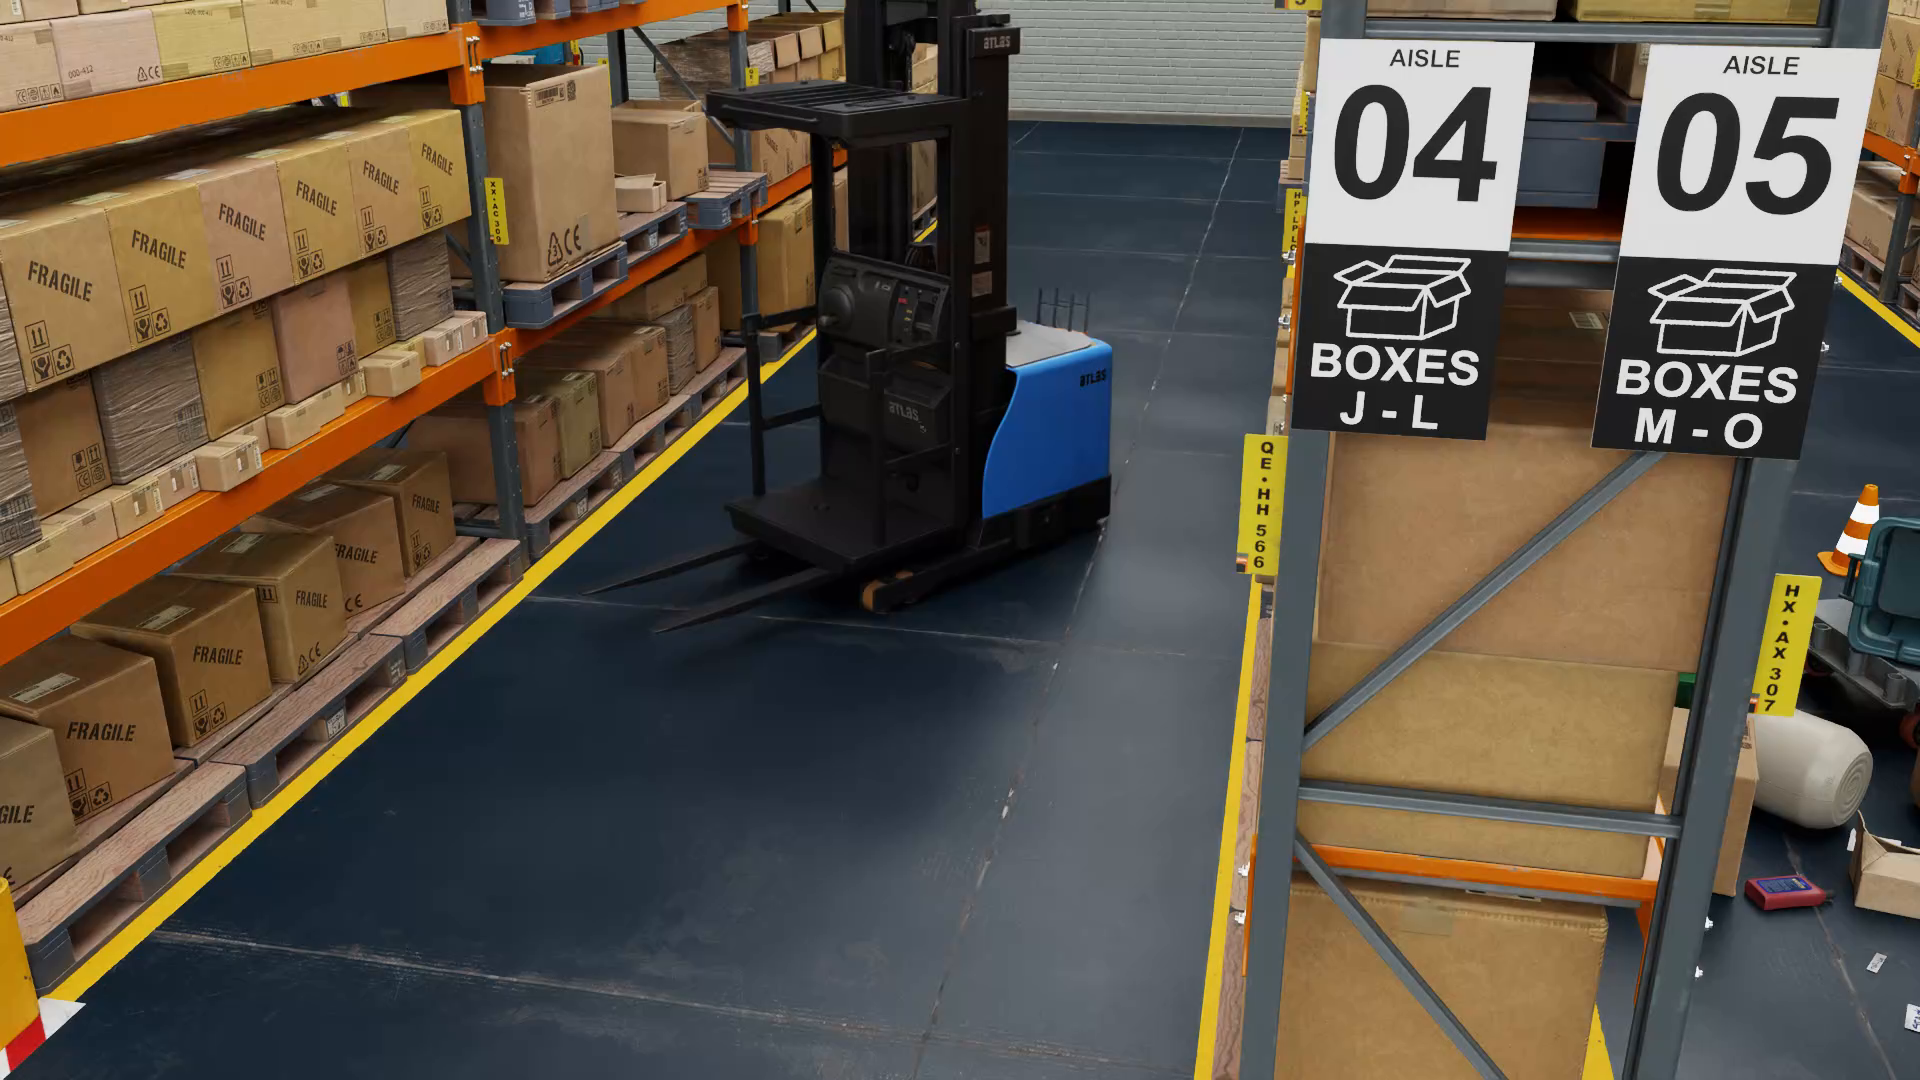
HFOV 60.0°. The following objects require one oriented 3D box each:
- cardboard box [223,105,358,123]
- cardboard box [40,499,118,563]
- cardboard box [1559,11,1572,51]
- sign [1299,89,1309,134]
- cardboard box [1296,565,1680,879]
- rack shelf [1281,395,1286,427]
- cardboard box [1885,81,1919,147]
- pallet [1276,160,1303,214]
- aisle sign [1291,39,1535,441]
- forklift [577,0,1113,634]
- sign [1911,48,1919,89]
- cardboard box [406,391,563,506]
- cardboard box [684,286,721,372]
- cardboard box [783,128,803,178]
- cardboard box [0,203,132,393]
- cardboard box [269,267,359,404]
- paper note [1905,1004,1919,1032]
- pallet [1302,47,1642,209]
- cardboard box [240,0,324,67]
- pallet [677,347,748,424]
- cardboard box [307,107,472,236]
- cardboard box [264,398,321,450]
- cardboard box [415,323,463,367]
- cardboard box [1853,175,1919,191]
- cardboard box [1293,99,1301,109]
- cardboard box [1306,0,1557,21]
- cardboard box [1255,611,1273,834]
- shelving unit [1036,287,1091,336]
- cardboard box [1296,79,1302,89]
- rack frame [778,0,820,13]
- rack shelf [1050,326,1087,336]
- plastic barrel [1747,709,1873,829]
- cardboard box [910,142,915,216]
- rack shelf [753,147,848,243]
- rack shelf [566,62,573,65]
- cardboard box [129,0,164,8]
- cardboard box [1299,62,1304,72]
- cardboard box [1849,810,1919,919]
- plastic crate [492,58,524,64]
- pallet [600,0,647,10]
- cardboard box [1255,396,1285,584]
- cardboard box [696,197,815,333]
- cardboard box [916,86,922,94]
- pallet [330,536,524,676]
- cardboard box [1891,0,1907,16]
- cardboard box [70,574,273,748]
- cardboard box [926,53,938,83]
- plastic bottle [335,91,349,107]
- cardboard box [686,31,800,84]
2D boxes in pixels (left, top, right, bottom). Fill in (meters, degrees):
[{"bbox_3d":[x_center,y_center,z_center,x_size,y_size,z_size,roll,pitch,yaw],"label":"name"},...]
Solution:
[{"bbox_3d":[-3.164,-1.762,7.844,0.500,0.500,0.500,4,22,11],"label":"cardboard box"},{"bbox_3d":[-3.182,-0.039,5.772,0.380,0.149,0.250,4,22,11],"label":"cardboard box"},{"bbox_3d":[1.785,-1.368,4.360,0.380,0.149,0.250,5,22,11],"label":"cardboard box"},{"bbox_3d":[2.295,-2.845,10.960,0.100,0.325,0.005,4,22,11],"label":"sign"},{"bbox_3d":[1.227,0.410,4.120,0.875,0.550,0.550,4,22,11],"label":"cardboard box"},{"bbox_3d":[2.420,-1.242,9.385,1.077,0.370,4.000,4,22,11],"label":"rack shelf"},{"bbox_3d":[8.355,-3.665,14.305,0.500,0.500,0.500,5,22,11],"label":"cardboard box"},{"bbox_3d":[2.869,-2.487,11.770,1.213,0.211,1.003,4,22,11],"label":"pallet"},{"bbox_3d":[0.887,-0.584,3.309,0.394,0.787,0.004,4,22,11],"label":"aisle sign"},{"bbox_3d":[-0.552,-1.203,8.417,3.031,2.935,1.130,-20,29,-40],"label":"forklift"},{"bbox_3d":[7.967,-3.910,13.781,0.100,0.325,0.005,4,22,11],"label":"sign"},{"bbox_3d":[-2.677,-0.527,9.404,0.700,0.500,0.500,3,22,7],"label":"cardboard box"},{"bbox_3d":[-2.124,-1.520,11.870,0.700,0.500,0.500,3,22,8],"label":"cardboard box"},{"bbox_3d":[-1.539,-3.114,12.938,0.500,0.500,0.500,4,22,9],"label":"cardboard box"},{"bbox_3d":[-3.152,-0.807,5.473,0.500,0.500,0.500,4,22,11],"label":"cardboard box"},{"bbox_3d":[-3.116,-0.913,7.074,0.875,0.500,0.500,4,22,11],"label":"cardboard box"},{"bbox_3d":[3.169,1.568,5.422,0.144,0.017,0.142,13,25,29],"label":"paper note"},{"bbox_3d":[1.337,-1.004,3.934,1.003,0.211,1.213,4,22,11],"label":"pallet"},{"bbox_3d":[-2.876,-2.018,6.534,0.500,0.250,0.500,4,22,11],"label":"cardboard box"},{"bbox_3d":[-2.168,-1.143,11.909,1.003,0.211,1.213,4,22,11],"label":"pallet"},{"bbox_3d":[-2.646,-1.722,7.744,0.500,0.500,0.500,4,22,11],"label":"cardboard box"},{"bbox_3d":[-2.900,-0.494,6.902,0.380,0.149,0.250,4,22,11],"label":"cardboard box"},{"bbox_3d":[-2.640,-0.951,8.036,0.380,0.149,0.250,4,22,11],"label":"cardboard box"},{"bbox_3d":[9.111,-3.315,16.436,0.875,0.438,0.875,5,22,12],"label":"cardboard box"},{"bbox_3d":[2.586,-3.063,11.922,0.380,0.149,0.250,5,23,13],"label":"cardboard box"},{"bbox_3d":[1.022,-1.283,3.615,0.500,0.250,0.500,5,22,12],"label":"cardboard box"},{"bbox_3d":[1.447,0.834,5.549,0.875,0.875,0.875,4,22,10],"label":"cardboard box"},{"bbox_3d":[0.571,-0.892,9.942,0.258,1.200,0.189,15,19,32],"label":"shelving unit"},{"bbox_3d":[2.851,-3.542,13.112,0.380,0.149,0.250,5,23,13],"label":"cardboard box"},{"bbox_3d":[-1.191,-4.185,15.730,1.000,3.000,0.127,4,22,11],"label":"rack frame"},{"bbox_3d":[0.595,-1.195,9.857,0.258,0.103,0.180,15,19,32],"label":"rack shelf"},{"bbox_3d":[3.282,0.883,6.596,0.421,0.421,0.512,-16,27,-35],"label":"plastic barrel"},{"bbox_3d":[-0.978,-3.630,16.633,0.875,0.875,0.875,4,22,11],"label":"cardboard box"},{"bbox_3d":[-1.599,-3.120,14.048,1.077,0.370,4.000,4,22,11],"label":"rack shelf"},{"bbox_3d":[-5.632,-4.960,18.618,1.077,0.370,4.000,4,22,11],"label":"rack shelf"},{"bbox_3d":[-3.053,-1.954,5.843,0.380,0.149,0.250,4,22,10],"label":"cardboard box"},{"bbox_3d":[3.113,-4.015,14.286,0.380,0.149,0.250,6,23,14],"label":"cardboard box"},{"bbox_3d":[3.464,1.193,6.036,0.396,0.266,0.258,8,23,20],"label":"cardboard box"},{"bbox_3d":[-5.286,-5.514,19.303,0.396,0.136,0.243,4,22,11],"label":"plastic crate"},{"bbox_3d":[-2.384,-3.161,9.423,1.213,0.211,1.003,4,22,11],"label":"pallet"},{"bbox_3d":[2.050,-0.229,8.357,1.050,0.750,0.750,4,22,11],"label":"cardboard box"},{"bbox_3d":[-1.846,-2.182,13.039,1.225,0.875,0.875,3,22,8],"label":"cardboard box"},{"bbox_3d":[-0.594,-4.534,16.932,0.380,0.149,0.250,4,22,10],"label":"cardboard box"},{"bbox_3d":[-2.926,0.282,8.370,1.003,0.211,1.213,4,22,11],"label":"pallet"},{"bbox_3d":[8.532,-4.745,14.778,0.380,0.149,0.250,4,22,11],"label":"cardboard box"},{"bbox_3d":[-3.261,0.492,6.900,0.500,0.500,0.500,7,23,16],"label":"cardboard box"},{"bbox_3d":[-0.524,-4.957,17.448,0.500,0.250,0.500,4,22,11],"label":"cardboard box"},{"bbox_3d":[-5.907,-4.179,15.780,0.144,0.351,0.185,4,22,11],"label":"plastic bottle"},{"bbox_3d":[-1.706,-3.738,13.144,0.797,0.503,0.637,5,22,12],"label":"cardboard box"}]
